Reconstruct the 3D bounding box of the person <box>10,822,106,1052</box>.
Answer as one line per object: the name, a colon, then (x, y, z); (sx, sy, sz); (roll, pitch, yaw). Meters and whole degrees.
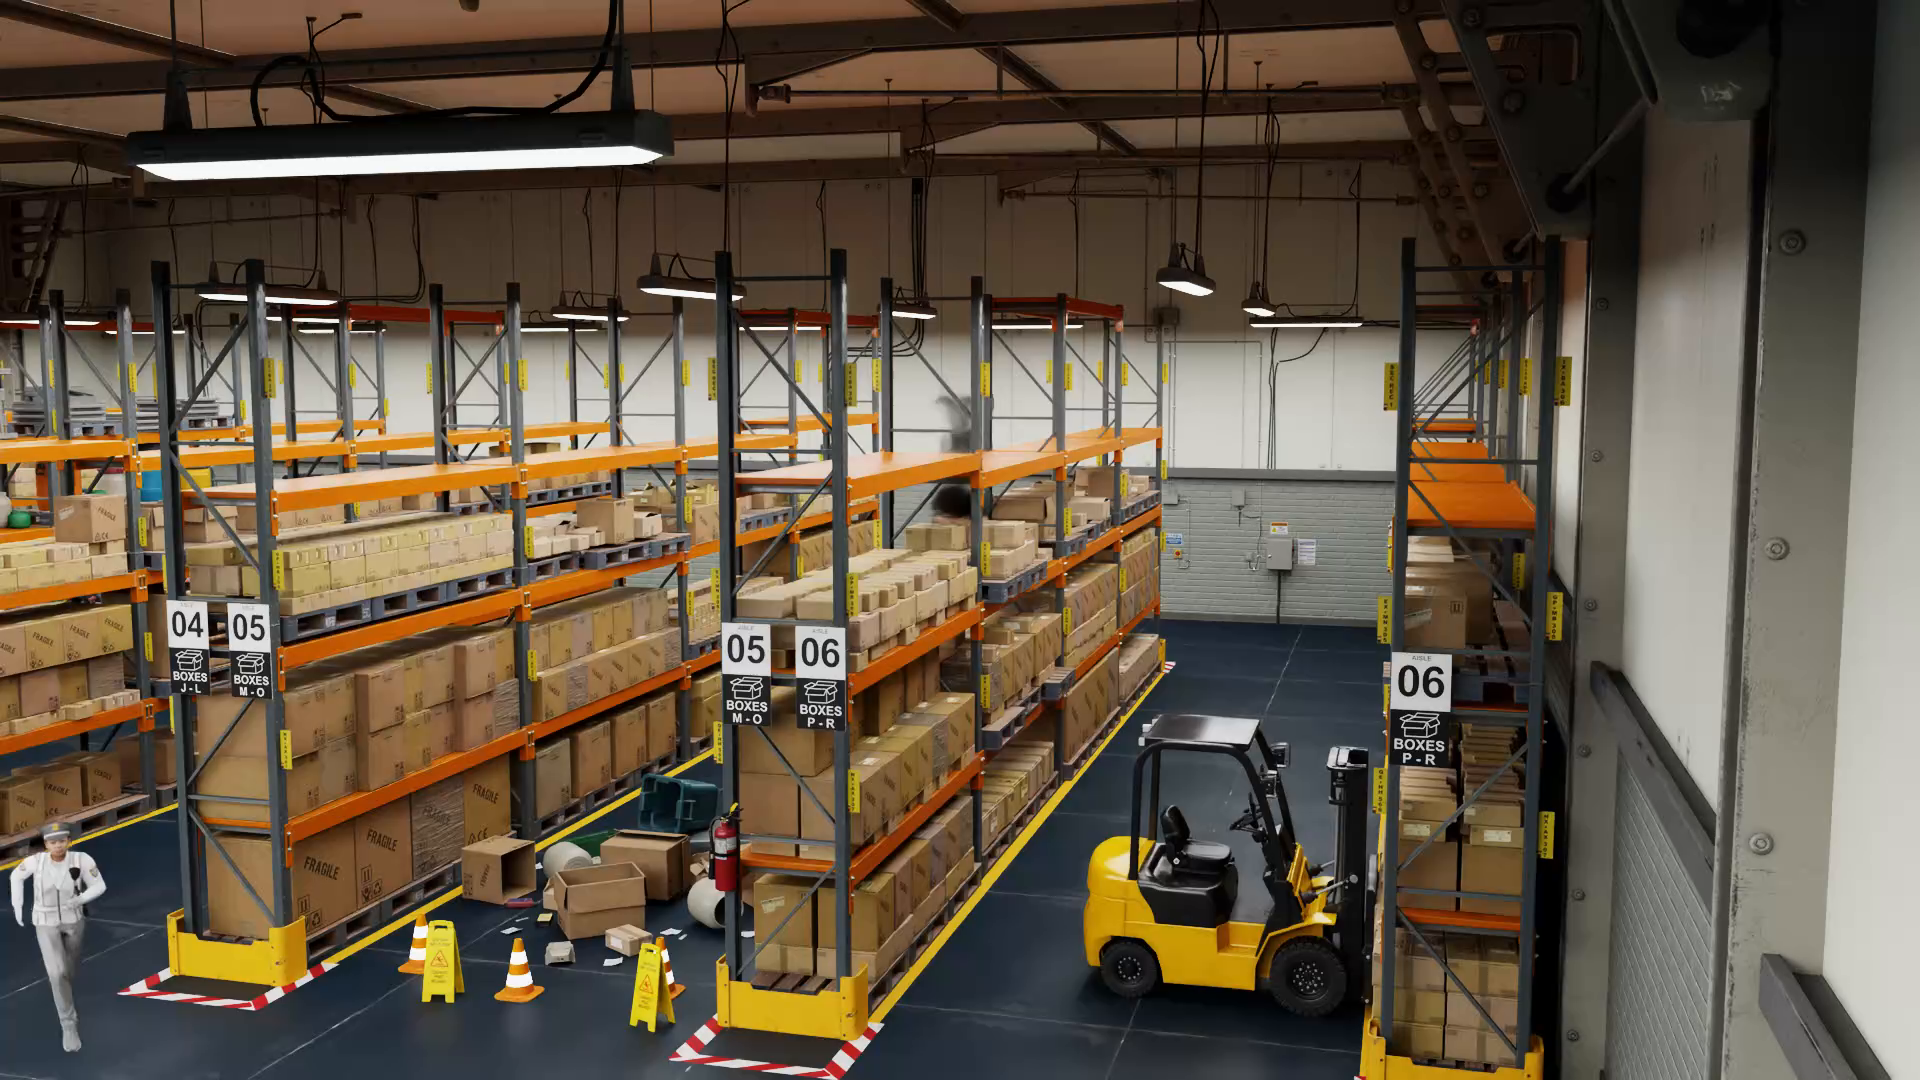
person: (-6.935, 2.979, 12.833); (0.634, 1.725, 0.912); (-4, 7, -31)
